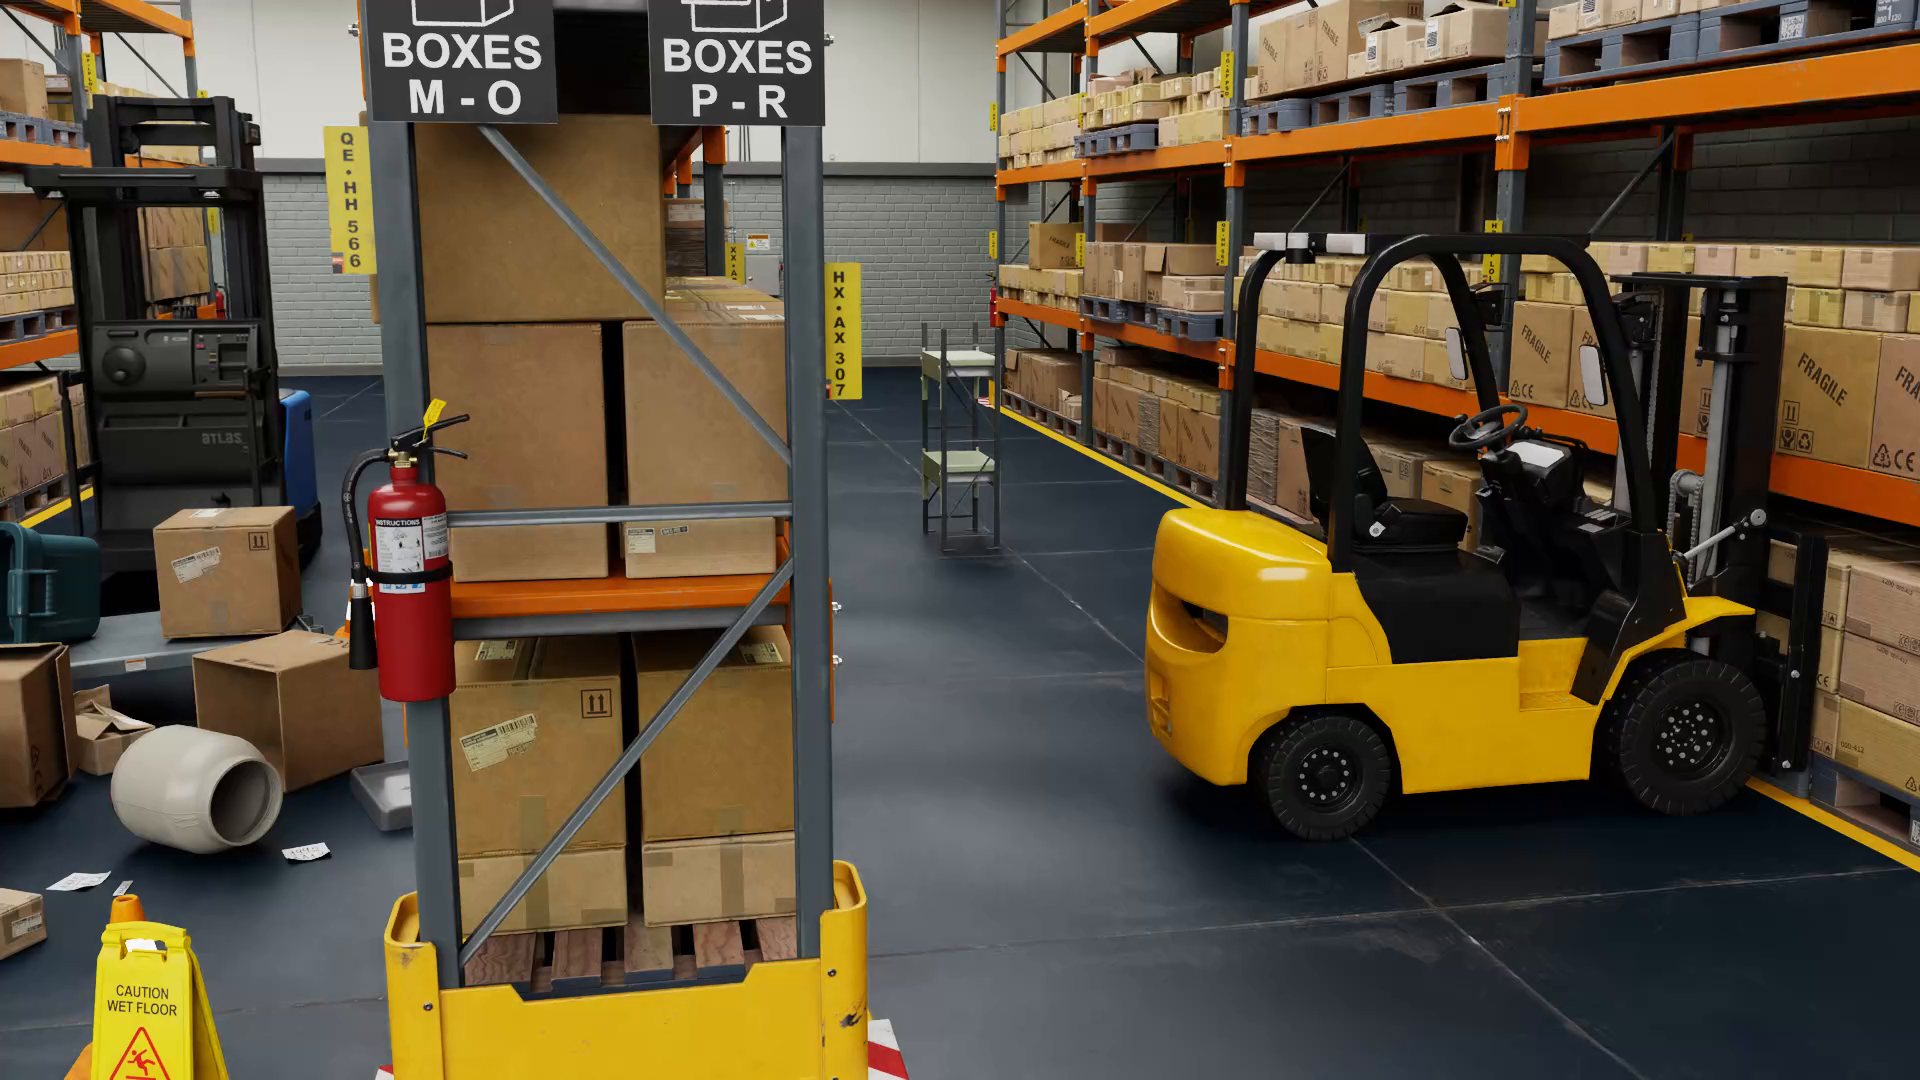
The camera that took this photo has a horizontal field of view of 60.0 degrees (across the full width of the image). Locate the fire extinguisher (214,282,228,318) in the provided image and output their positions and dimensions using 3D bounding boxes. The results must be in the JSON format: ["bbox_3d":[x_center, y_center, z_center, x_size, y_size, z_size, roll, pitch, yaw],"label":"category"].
[{"bbox_3d":[-8.363,-2.632,18.709,0.296,0.674,0.183,-2,11,-11],"label":"fire extinguisher"}]

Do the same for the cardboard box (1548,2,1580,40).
[{"bbox_3d":[3.061,-2.482,7.972,0.380,0.149,0.250,-2,11,-10],"label":"cardboard box"}]

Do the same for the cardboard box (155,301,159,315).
[{"bbox_3d":[-8.124,-2.285,16.349,0.380,0.149,0.250,-2,11,-9],"label":"cardboard box"}]

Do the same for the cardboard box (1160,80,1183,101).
[{"bbox_3d":[1.884,-3.735,13.815,0.380,0.149,0.250,-2,11,-11],"label":"cardboard box"}]

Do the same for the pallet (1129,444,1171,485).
[{"bbox_3d":[2.151,-0.695,14.783,1.003,0.211,1.213,-2,11,-11],"label":"pallet"}]

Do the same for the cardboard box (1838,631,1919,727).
[{"bbox_3d":[3.561,0.493,5.979,0.500,0.250,0.500,-2,11,-12],"label":"cardboard box"}]

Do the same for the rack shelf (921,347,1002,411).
[{"bbox_3d":[0.001,-1.119,11.477,0.431,0.370,0.720,-2,11,-11],"label":"rack shelf"}]

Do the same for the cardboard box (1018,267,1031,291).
[{"bbox_3d":[0.961,-2.964,18.855,0.500,0.250,0.500,-2,11,-12],"label":"cardboard box"}]

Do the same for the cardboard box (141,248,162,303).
[{"bbox_3d":[-8.004,-2.536,15.937,0.500,0.500,0.500,-2,11,-12],"label":"cardboard box"}]

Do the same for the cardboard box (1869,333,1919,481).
[{"bbox_3d":[3.604,-0.461,5.830,0.500,0.500,0.500,-2,11,-9],"label":"cardboard box"}]

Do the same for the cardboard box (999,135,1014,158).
[{"bbox_3d":[0.756,-4.625,19.557,0.500,0.250,0.500,-2,11,-12],"label":"cardboard box"}]

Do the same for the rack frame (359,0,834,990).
[{"bbox_3d":[-0.819,-0.055,3.961,1.000,3.000,0.127,-2,11,-11],"label":"rack frame"}]

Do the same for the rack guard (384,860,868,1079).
[{"bbox_3d":[-0.834,1.159,4.268,1.175,0.500,0.348,-2,11,-11],"label":"rack guard"}]

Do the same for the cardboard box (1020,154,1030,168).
[{"bbox_3d":[0.887,-4.262,18.713,0.380,0.149,0.250,-2,11,-11],"label":"cardboard box"}]

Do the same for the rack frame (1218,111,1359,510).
[{"bbox_3d":[2.493,-1.703,12.622,1.000,3.000,0.127,-2,11,-11],"label":"rack frame"}]

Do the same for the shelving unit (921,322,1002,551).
[{"bbox_3d":[0.001,-0.736,11.550,0.431,1.500,0.755,-2,11,-11],"label":"shelving unit"}]

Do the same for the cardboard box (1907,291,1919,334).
[{"bbox_3d":[3.601,-0.798,5.867,0.380,0.149,0.250,-2,11,-11],"label":"cardboard box"}]

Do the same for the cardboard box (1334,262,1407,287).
[{"bbox_3d":[2.582,-1.671,10.451,0.380,0.149,0.250,-2,11,-13],"label":"cardboard box"}]

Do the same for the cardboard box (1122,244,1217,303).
[{"bbox_3d":[1.843,-2.356,14.664,0.700,0.500,0.500,-2,11,-11],"label":"cardboard box"}]

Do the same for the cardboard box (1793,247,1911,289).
[{"bbox_3d":[3.426,-1.038,6.331,0.380,0.149,0.250,-2,11,-10],"label":"cardboard box"}]

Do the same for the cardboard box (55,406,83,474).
[{"bbox_3d":[-7.498,-0.815,13.516,0.500,0.500,0.500,-2,11,-12],"label":"cardboard box"}]

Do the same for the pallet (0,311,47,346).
[{"bbox_3d":[-7.636,-1.591,12.545,1.003,0.211,1.213,-2,11,-11],"label":"pallet"}]

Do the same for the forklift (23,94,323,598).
[{"bbox_3d":[-4.662,-1.126,9.774,1.130,2.935,3.031,-2,11,-10],"label":"forklift"}]

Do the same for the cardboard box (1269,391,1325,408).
[{"bbox_3d":[2.698,-1.107,13.318,0.380,0.149,0.250,-2,11,-8],"label":"cardboard box"}]

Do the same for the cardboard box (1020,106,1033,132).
[{"bbox_3d":[0.969,-4.686,18.539,0.500,0.250,0.500,-2,11,-12],"label":"cardboard box"}]

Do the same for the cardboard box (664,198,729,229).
[{"bbox_3d":[-1.341,-1.608,8.199,0.380,0.149,0.250,-2,11,-11],"label":"cardboard box"}]

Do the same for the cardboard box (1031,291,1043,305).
[{"bbox_3d":[1.005,-2.691,18.484,0.380,0.149,0.250,-2,11,-10],"label":"cardboard box"}]

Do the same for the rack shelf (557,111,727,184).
[{"bbox_3d":[-1.986,-2.275,9.530,1.077,0.370,4.000,-2,11,-11],"label":"rack shelf"}]

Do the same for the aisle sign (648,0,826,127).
[{"bbox_3d":[-0.503,-1.332,3.718,0.394,0.787,0.004,-2,11,-11],"label":"aisle sign"}]

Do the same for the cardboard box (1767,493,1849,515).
[{"bbox_3d":[3.755,-0.047,7.479,0.500,0.250,0.500,-2,11,-11],"label":"cardboard box"}]

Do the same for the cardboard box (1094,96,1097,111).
[{"bbox_3d":[1.465,-4.071,15.528,0.380,0.149,0.250,-2,11,-10],"label":"cardboard box"}]

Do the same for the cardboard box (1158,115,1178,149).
[{"bbox_3d":[1.959,-3.372,13.770,0.500,0.250,0.500,-2,11,-11],"label":"cardboard box"}]

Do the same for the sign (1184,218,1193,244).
[{"bbox_3d":[2.259,-3.026,16.478,0.100,0.325,0.005,-2,11,-11],"label":"sign"}]

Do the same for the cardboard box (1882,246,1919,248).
[{"bbox_3d":[3.921,-1.104,6.676,0.380,0.149,0.250,-2,11,-11],"label":"cardboard box"}]

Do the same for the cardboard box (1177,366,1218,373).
[{"bbox_3d":[2.258,-1.538,15.584,0.380,0.149,0.250,-3,11,-14],"label":"cardboard box"}]

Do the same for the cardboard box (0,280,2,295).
[{"bbox_3d":[-7.360,-1.884,12.328,0.380,0.149,0.250,-2,11,-12],"label":"cardboard box"}]

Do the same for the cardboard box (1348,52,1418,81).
[{"bbox_3d":[2.610,-2.907,10.207,0.380,0.149,0.250,-2,11,-12],"label":"cardboard box"}]

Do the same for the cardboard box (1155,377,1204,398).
[{"bbox_3d":[1.918,-1.326,14.466,0.380,0.149,0.250,-3,11,-14],"label":"cardboard box"}]

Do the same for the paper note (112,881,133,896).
[{"bbox_3d":[-2.798,1.163,5.558,0.032,0.001,0.123,-2,11,-11],"label":"paper note"}]

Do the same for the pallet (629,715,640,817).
[{"bbox_3d":[-1.191,0.928,6.258,1.003,0.211,1.213,-2,11,-11],"label":"pallet"}]

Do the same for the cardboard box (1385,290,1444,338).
[{"bbox_3d":[2.818,-1.316,9.654,0.500,0.250,0.500,-2,11,-12],"label":"cardboard box"}]

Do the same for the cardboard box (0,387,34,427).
[{"bbox_3d":[-7.290,-0.990,12.430,0.500,0.250,0.500,-2,11,-11],"label":"cardboard box"}]

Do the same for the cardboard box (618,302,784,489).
[{"bbox_3d":[-0.743,-0.442,4.932,0.500,0.500,0.500,-2,11,-9],"label":"cardboard box"}]

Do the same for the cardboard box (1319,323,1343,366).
[{"bbox_3d":[2.639,-1.257,10.681,0.500,0.250,0.500,-2,11,-9],"label":"cardboard box"}]

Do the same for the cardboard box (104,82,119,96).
[{"bbox_3d":[-7.938,-4.105,15.216,0.380,0.149,0.250,-2,11,-13],"label":"cardboard box"}]

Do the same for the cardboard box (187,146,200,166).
[{"bbox_3d":[-8.419,-4.117,17.682,0.500,0.250,0.500,-2,11,-12],"label":"cardboard box"}]

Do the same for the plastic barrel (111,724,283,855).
[{"bbox_3d":[-2.706,0.887,5.903,0.512,0.421,0.421,6,12,28],"label":"plastic barrel"}]

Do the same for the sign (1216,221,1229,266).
[{"bbox_3d":[1.963,-2.212,12.408,0.100,0.325,0.005,-2,11,-11],"label":"sign"}]

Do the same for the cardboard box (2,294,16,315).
[{"bbox_3d":[-7.409,-1.787,12.609,0.380,0.149,0.250,-2,11,-13],"label":"cardboard box"}]

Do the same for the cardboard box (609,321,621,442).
[{"bbox_3d":[-1.462,-0.617,5.853,0.500,0.500,0.500,-2,11,-10],"label":"cardboard box"}]

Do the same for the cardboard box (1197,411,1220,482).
[{"bbox_3d":[2.200,-0.751,13.183,0.500,0.500,0.500,-2,11,-9],"label":"cardboard box"}]

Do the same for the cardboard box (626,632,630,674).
[{"bbox_3d":[-1.532,0.299,6.330,0.500,0.500,0.500,-2,11,-8],"label":"cardboard box"}]

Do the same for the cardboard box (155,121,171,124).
[{"bbox_3d":[-8.230,-4.173,16.641,0.500,0.250,0.500,-2,11,-10],"label":"cardboard box"}]

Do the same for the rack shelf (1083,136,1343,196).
[{"bbox_3d":[2.104,-3.190,14.336,1.077,0.370,4.000,-2,11,-11],"label":"rack shelf"}]

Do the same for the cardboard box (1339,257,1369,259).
[{"bbox_3d":[2.906,-1.925,11.785,0.380,0.149,0.250,-2,11,-11],"label":"cardboard box"}]
